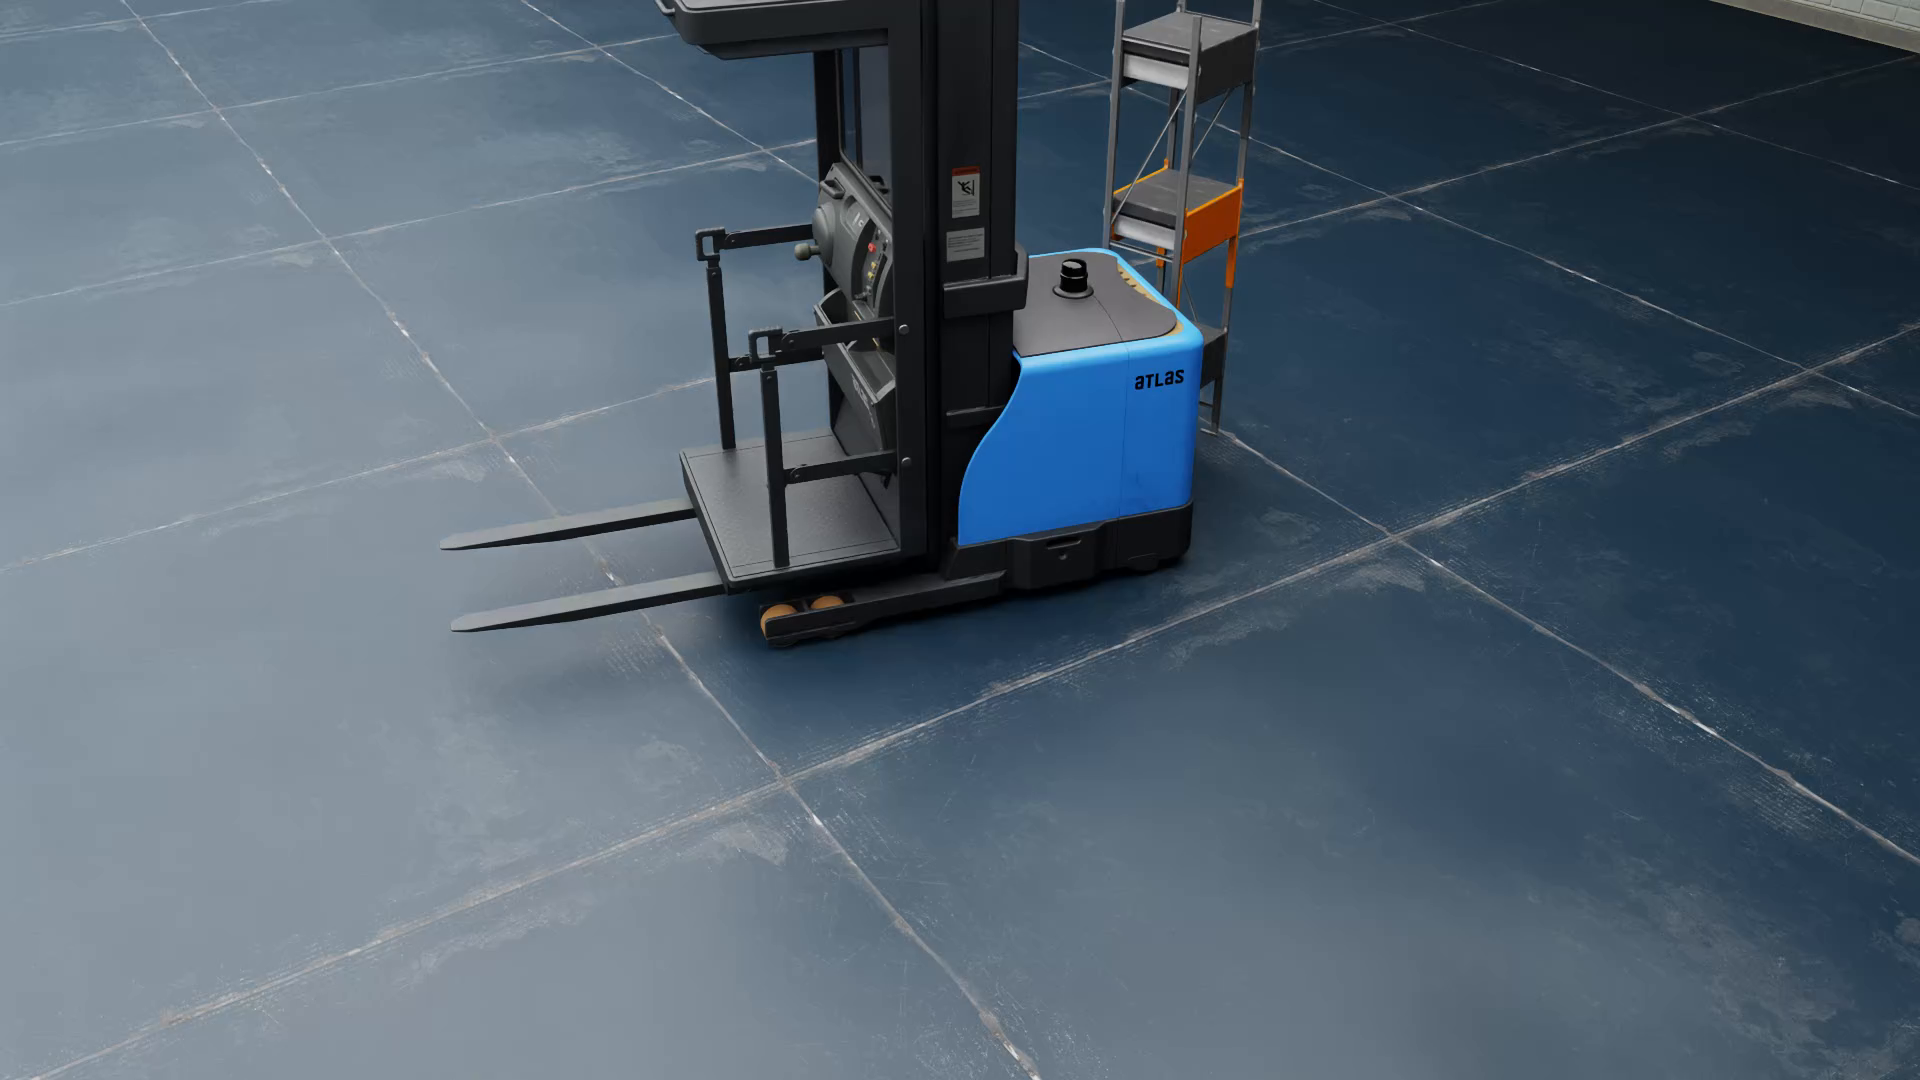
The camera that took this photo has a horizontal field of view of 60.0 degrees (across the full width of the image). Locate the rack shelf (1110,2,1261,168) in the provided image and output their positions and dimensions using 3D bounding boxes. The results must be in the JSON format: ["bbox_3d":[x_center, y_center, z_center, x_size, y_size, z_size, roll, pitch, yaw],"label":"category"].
[{"bbox_3d":[0.951,-1.939,7.063,0.431,0.518,0.480,23,39,32],"label":"rack shelf"}]

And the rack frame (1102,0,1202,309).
[{"bbox_3d":[0.792,-1.257,7.266,0.400,2.100,0.015,23,39,32],"label":"rack frame"}]

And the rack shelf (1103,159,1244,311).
[{"bbox_3d":[0.944,-1.346,7.435,0.431,0.518,0.480,23,39,32],"label":"rack shelf"}]

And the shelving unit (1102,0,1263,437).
[{"bbox_3d":[0.945,-1.358,7.428,0.431,2.100,0.503,23,39,32],"label":"shelving unit"}]

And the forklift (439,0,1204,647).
[{"bbox_3d":[-0.595,-1.133,6.299,3.031,2.935,1.130,-10,34,-16],"label":"forklift"}]

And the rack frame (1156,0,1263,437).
[{"bbox_3d":[1.097,-1.458,7.590,0.400,2.100,0.015,23,39,32],"label":"rack frame"}]

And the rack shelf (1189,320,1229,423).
[{"bbox_3d":[0.938,-0.754,7.808,0.431,0.518,0.480,23,39,32],"label":"rack shelf"}]
